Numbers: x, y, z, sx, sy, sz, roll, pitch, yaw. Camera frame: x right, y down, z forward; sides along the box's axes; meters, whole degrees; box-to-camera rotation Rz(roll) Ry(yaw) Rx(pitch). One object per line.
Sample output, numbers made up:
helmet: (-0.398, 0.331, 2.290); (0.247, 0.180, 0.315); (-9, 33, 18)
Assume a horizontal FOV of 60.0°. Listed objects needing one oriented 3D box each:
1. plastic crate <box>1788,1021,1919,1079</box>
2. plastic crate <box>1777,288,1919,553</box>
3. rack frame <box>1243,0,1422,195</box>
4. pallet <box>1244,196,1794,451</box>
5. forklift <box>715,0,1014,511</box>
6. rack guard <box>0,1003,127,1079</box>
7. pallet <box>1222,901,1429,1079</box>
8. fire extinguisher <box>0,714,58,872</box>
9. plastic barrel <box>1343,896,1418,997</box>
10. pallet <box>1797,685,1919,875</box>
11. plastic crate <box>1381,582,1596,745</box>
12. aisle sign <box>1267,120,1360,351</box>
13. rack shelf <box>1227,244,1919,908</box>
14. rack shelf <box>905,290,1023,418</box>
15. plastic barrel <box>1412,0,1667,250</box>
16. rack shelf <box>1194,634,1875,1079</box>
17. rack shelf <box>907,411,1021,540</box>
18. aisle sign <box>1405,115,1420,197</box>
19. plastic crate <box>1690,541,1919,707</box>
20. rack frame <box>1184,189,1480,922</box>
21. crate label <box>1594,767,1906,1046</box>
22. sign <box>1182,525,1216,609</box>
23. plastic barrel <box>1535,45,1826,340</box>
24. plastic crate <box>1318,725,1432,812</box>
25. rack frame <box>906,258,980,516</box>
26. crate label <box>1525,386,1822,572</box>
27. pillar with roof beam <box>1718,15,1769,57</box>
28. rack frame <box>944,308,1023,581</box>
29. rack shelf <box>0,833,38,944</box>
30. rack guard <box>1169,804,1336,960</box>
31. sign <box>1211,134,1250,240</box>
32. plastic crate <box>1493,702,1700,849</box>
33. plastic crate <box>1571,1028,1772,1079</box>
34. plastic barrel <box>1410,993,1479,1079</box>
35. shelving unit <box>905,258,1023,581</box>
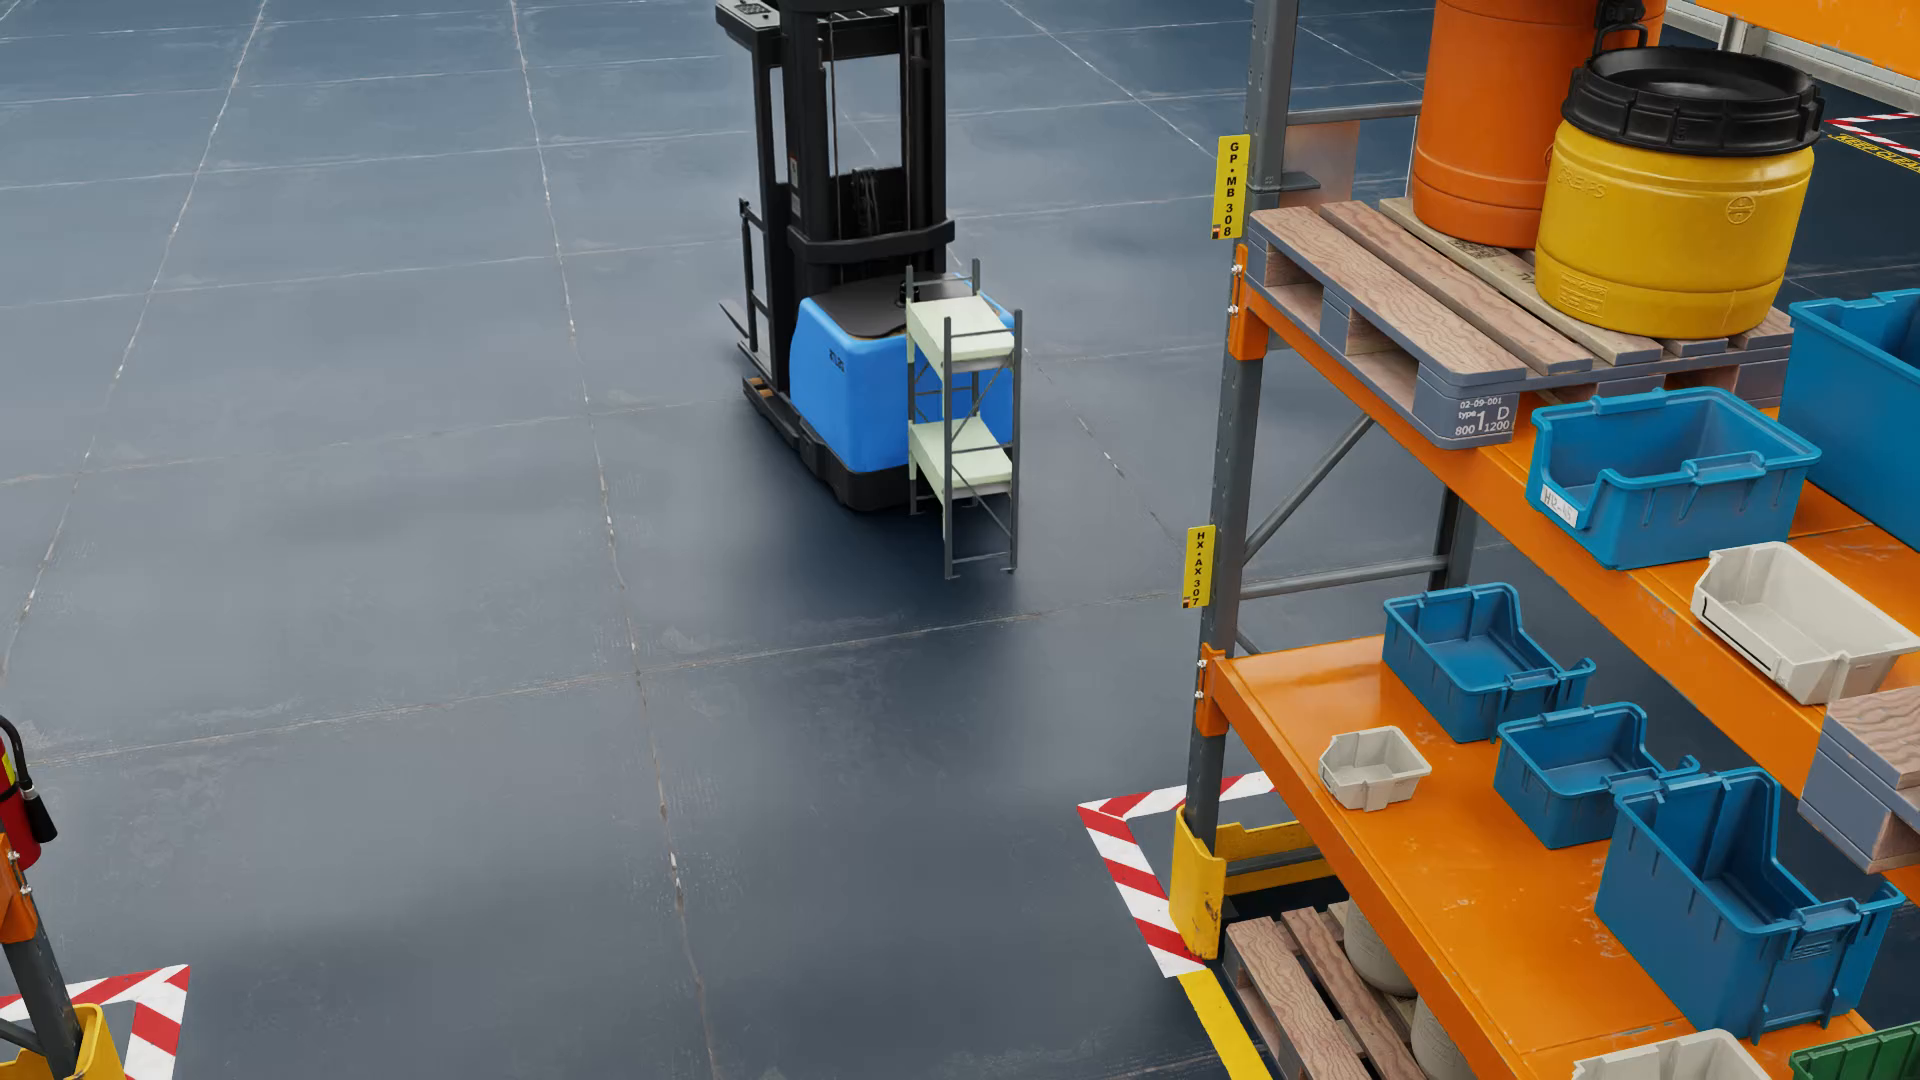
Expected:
plastic crate: (2.340, 1.475, 3.919); (0.450, 0.188, 0.662); (-8, 31, -13)
plastic crate: (2.163, -0.266, 3.737); (0.392, 0.384, 0.575); (-8, 31, -13)
rack frame: (1.366, -2.452, 4.503); (1.000, 3.000, 0.127); (-8, 31, -13)
pallet: (1.491, -0.660, 4.589); (1.003, 0.211, 1.213); (-8, 31, -13)
forklift: (-0.754, -2.150, 10.039); (1.130, 2.935, 3.031); (-13, 33, -21)
rack guard: (-3.389, 1.921, 5.431); (1.175, 0.500, 0.348); (-8, 31, -13)
pallet: (1.642, 1.775, 5.973); (1.003, 0.211, 1.213); (-8, 31, -13)
fire extinguisher: (-2.995, 0.720, 5.089); (0.296, 0.674, 0.183); (-8, 31, -13)
plastic barrel: (1.614, 1.347, 5.993); (0.421, 0.512, 0.421); (0, 30, 0)
pallet: (2.142, 0.524, 2.544); (1.213, 0.211, 1.003); (-8, 31, -13)
plastic crate: (1.787, 0.411, 5.695); (0.499, 0.251, 0.616); (-8, 31, -13)
aisle sign: (1.065, -0.977, 5.348); (0.394, 0.787, 0.004); (-8, 31, -13)
rack shelf: (1.897, 0.123, 3.766); (1.077, 0.370, 4.000); (-8, 31, -13)
rack shelf: (0.012, -0.980, 8.666); (0.431, 0.370, 0.720); (-8, 31, -14)
plastic barrel: (1.618, -1.304, 4.666); (0.600, 0.830, 0.708); (-8, 31, -13)
rack shelf: (1.897, 1.422, 4.518); (1.077, 0.370, 4.000); (-8, 31, -13)
rack shelf: (0.012, -0.360, 9.025); (0.431, 0.370, 0.720); (-8, 31, -14)
aisle sign: (1.633, -1.055, 5.483); (0.394, 0.787, 0.004); (-8, 31, -13)
plastic crate: (1.612, 0.171, 3.230); (0.243, 0.136, 0.396); (-8, 31, -13)
rack frame: (1.366, 0.144, 6.006); (1.000, 3.000, 0.127); (-8, 31, -13)
crate label: (2.115, 0.982, 4.524); (0.502, 0.435, 0.616); (-8, 31, -13)
sign: (0.835, 0.096, 5.814); (0.100, 0.325, 0.005); (-8, 31, -13)
plastic barrel: (1.791, -0.883, 4.180); (0.600, 0.588, 0.600); (0, 30, 0)
plastic crate: (1.293, 0.733, 5.252); (0.298, 0.136, 0.250); (-8, 31, -13)
rack frame: (-0.091, -0.818, 9.166); (0.400, 1.500, 0.023); (-8, 31, -14)
crate label: (1.544, -0.142, 3.654); (0.502, 0.251, 0.408); (-8, 31, -13)
pillar with roof beam: (4.602, -8.770, 15.418); (9.100, 9.000, 0.400); (-8, 31, -13)
rack frame: (0.114, -0.466, 8.558); (0.400, 1.500, 0.023); (-8, 31, -14)
rack shelf: (-2.878, 2.080, 3.380); (1.077, 0.370, 4.000); (-8, 31, -13)
rack guard: (1.432, 1.257, 6.580); (1.175, 0.500, 0.348); (-8, 31, -13)
sign: (0.835, -1.087, 5.130); (0.100, 0.325, 0.005); (-8, 31, -13)
plastic crate: (1.954, 0.725, 5.151); (0.499, 0.251, 0.408); (-8, 31, -13)
plastic crate: (1.753, 1.440, 4.031); (0.530, 0.136, 0.437); (-8, 31, -13)
plastic barrel: (1.748, 1.589, 5.574); (0.421, 0.512, 0.421); (0, 30, 0)
shelving unit: (0.012, -0.642, 8.862); (0.431, 1.500, 0.755); (-8, 31, -14)
